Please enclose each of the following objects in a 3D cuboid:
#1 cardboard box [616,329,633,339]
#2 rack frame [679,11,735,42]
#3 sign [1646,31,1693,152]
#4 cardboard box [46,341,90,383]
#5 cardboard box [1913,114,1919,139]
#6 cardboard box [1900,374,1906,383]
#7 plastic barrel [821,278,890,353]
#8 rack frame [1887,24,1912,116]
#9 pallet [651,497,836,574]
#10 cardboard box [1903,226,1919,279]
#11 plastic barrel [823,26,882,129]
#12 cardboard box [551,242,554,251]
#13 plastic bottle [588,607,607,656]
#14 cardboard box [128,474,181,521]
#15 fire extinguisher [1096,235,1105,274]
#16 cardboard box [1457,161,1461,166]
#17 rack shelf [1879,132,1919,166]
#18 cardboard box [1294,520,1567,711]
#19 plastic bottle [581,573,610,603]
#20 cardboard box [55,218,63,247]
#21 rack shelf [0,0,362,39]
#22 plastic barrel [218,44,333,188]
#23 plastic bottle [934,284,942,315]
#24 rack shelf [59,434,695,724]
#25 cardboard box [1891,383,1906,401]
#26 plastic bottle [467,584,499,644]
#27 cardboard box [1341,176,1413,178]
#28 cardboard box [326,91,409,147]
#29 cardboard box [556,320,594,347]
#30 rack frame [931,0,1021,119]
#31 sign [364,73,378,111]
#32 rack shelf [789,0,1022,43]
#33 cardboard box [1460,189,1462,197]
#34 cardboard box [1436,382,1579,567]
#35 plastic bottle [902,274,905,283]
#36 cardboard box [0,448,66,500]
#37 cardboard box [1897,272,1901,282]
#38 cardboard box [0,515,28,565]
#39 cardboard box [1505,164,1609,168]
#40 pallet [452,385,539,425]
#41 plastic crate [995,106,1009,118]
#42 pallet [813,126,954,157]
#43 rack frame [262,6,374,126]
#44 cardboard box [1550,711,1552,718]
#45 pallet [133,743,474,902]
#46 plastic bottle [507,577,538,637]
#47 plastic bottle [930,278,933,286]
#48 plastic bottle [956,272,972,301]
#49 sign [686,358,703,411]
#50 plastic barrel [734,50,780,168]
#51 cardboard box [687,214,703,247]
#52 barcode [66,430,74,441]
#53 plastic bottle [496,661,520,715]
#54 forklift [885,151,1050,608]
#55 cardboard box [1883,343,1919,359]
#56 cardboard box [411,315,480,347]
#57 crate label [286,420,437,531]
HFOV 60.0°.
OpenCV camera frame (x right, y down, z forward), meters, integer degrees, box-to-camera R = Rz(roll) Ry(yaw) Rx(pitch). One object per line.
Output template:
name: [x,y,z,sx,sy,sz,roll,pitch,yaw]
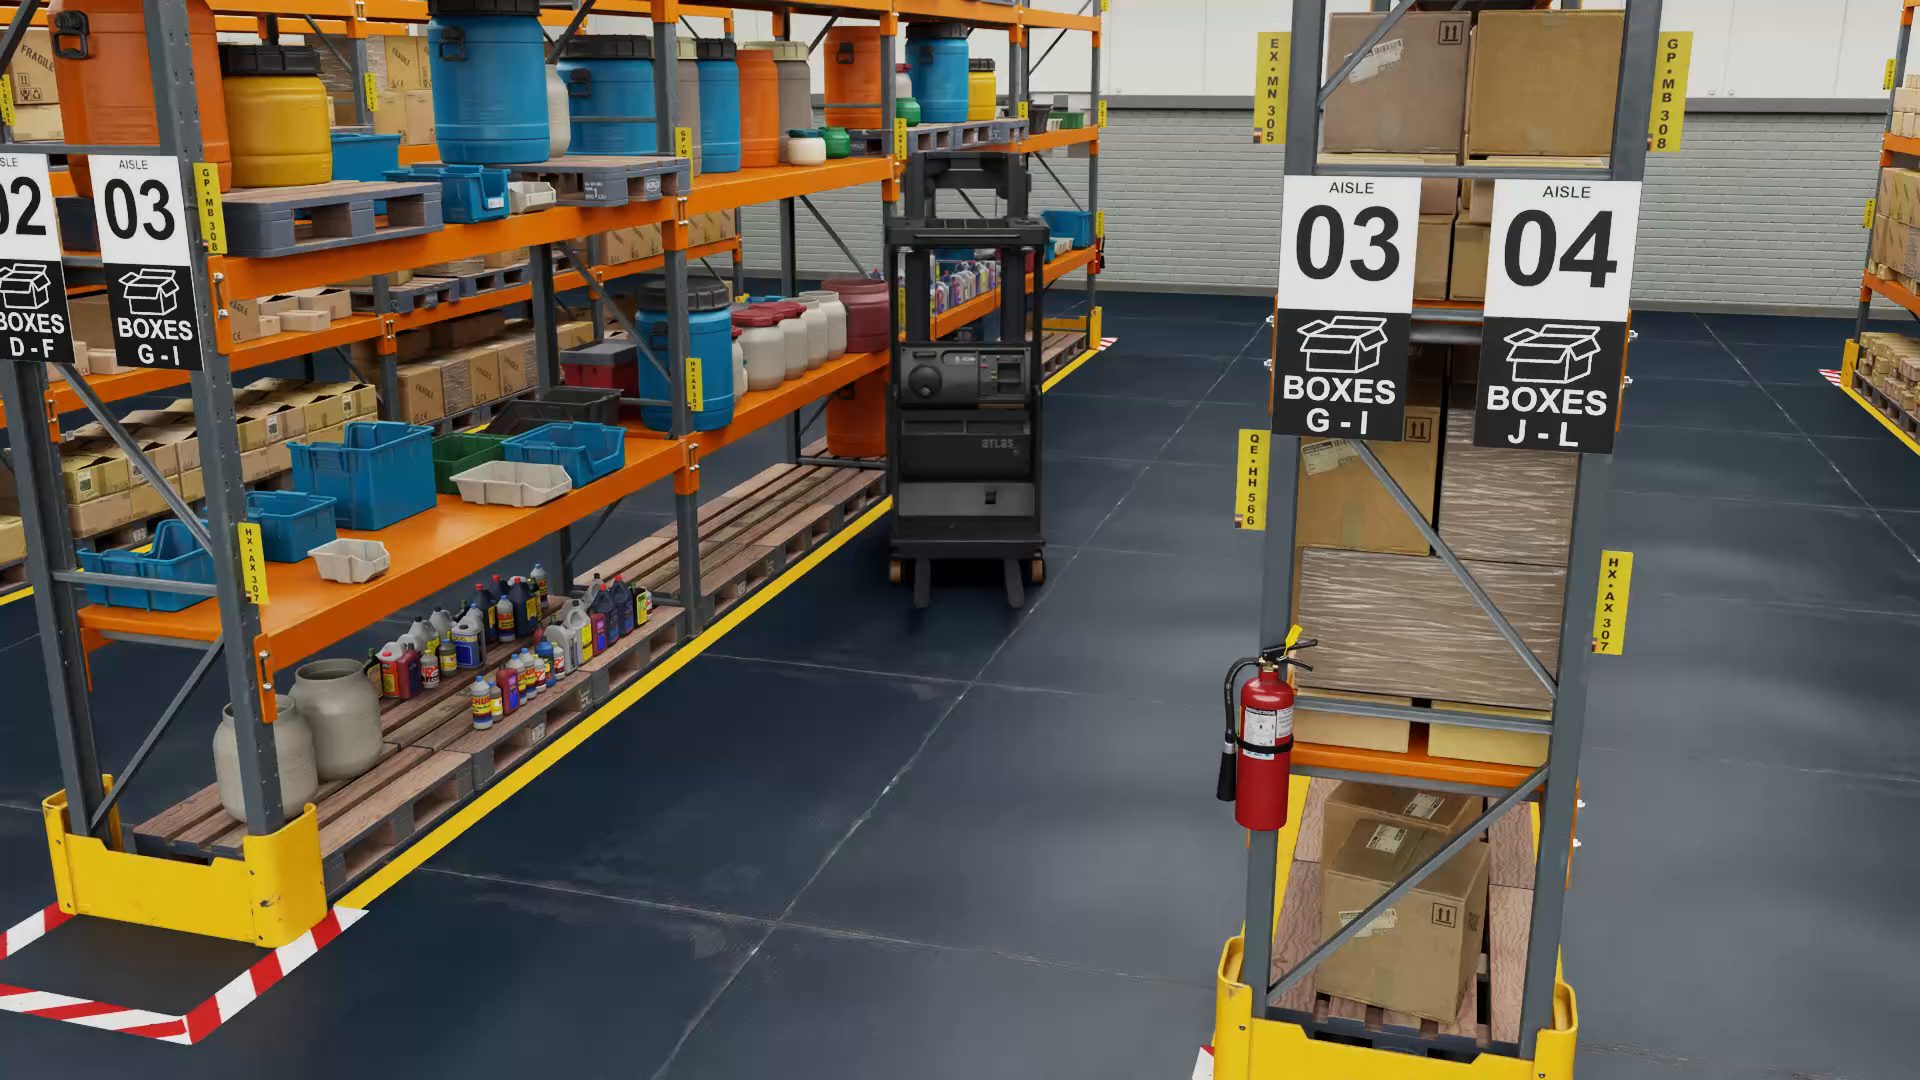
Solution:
cardboard box: [-4.063,-2.511,20.572,0.380,0.166,0.250,5,16,16]
rack frame: [-3.489,-7.275,21.987,1.000,3.000,0.127,5,16,16]
sign: [1.981,-1.255,4.659,0.100,0.325,0.005,5,16,16]
cardboard box: [-6.801,-1.309,12.224,0.500,0.250,0.500,6,17,19]
cardboard box: [10.074,-4.209,16.949,0.500,0.250,0.500,4,16,14]
cardboard box: [10.024,-1.717,17.297,0.380,0.149,0.250,6,17,19]
plastic barrel: [-0.856,-1.831,13.540,0.600,0.536,0.708,5,16,16]
rack frame: [10.734,-6.095,17.826,1.000,3.000,0.127,5,16,16]
pallet: [-1.620,-0.051,12.624,1.003,0.211,1.213,5,16,16]
cardboard box: [9.924,-2.901,16.831,0.500,0.500,0.500,4,16,14]
plastic barrel: [-0.850,-3.911,14.067,0.600,0.830,0.708,5,16,16]
cardboard box: [-4.975,-3.486,18.670,0.700,0.500,0.500,-1,16,-3]
plastic bottle: [-2.119,0.518,9.679,0.061,0.283,0.133,6,17,20]
cardboard box: [-6.401,-0.349,12.831,0.500,0.250,0.500,5,17,17]
fire extinguisher: [1.738,-3.791,21.525,0.296,0.674,0.183,5,16,16]
cardboard box: [2.224,-1.753,8.292,0.500,0.250,0.500,4,16,14]
rack shelf: [10.166,-3.782,16.489,1.077,0.370,4.000,5,16,16]
cardboard box: [1.643,0.233,5.782,0.875,0.500,0.500,5,16,16]
plastic bottle: [-2.196,0.378,10.048,0.144,0.351,0.185,5,16,16]
cardboard box: [-9.830,-3.253,18.037,0.500,0.500,0.500,5,16,16]
rack shelf: [-6.331,-4.120,12.916,1.077,0.370,4.000,5,16,16]
plastic barrel: [-3.086,-1.862,7.284,0.600,0.588,0.600,0,16,0]
plastic bottle: [-0.209,-2.242,15.449,0.061,0.283,0.133,5,16,16]
rack shelf: [-2.720,0.005,8.633,1.077,0.370,4.000,5,16,16]
cardboard box: [9.852,-1.521,17.150,0.380,0.149,0.250,5,16,16]
plastic bottle: [-2.832,0.427,9.876,0.144,0.351,0.185,4,16,14]
cardboard box: [1.241,-1.093,5.234,0.380,0.149,0.250,5,16,16]
cardboard box: [-5.671,-3.904,15.416,0.910,0.500,0.500,5,16,16]
cardboard box: [-4.491,-2.200,18.864,0.500,0.500,0.500,5,16,16]
rack frame: [0.122,-5.843,16.940,1.000,3.000,0.127,5,16,16]
sign: [-5.233,-3.981,14.777,0.100,0.325,0.005,5,16,16]
rack shelf: [-0.446,-4.782,15.248,1.077,0.370,4.000,5,16,16]
cardboard box: [2.131,-1.175,6.254,0.500,0.250,0.500,5,16,16]
cardboard box: [1.878,-0.229,5.578,0.500,0.500,0.500,5,16,16]
plastic bottle: [-0.492,-2.552,16.557,0.152,0.276,0.135,5,16,16]
cardboard box: [-7.059,-0.527,12.431,0.500,0.311,0.500,5,16,16]
cardboard box: [10.225,-2.814,17.714,0.380,0.149,0.250,5,17,18]
cardboard box: [-6.822,0.010,11.568,0.500,0.250,0.500,5,16,16]
cardboard box: [1.927,-1.111,5.296,0.380,0.149,0.250,5,17,17]
pallet: [-5.165,-1.465,17.607,1.003,0.211,1.213,5,16,16]
plastic crate: [0.333,-4.834,19.095,0.437,0.282,0.530,5,16,16]
pallet: [-0.703,-3.456,14.364,1.003,0.211,1.213,5,16,16]
rack frame: [-5.763,-5.182,14.608,1.000,3.000,0.127,5,16,16]
cardboard box: [1.860,0.567,5.793,0.380,0.149,0.250,5,16,16]
pallet: [-3.075,1.288,7.901,1.003,0.211,1.213,5,16,16]
plastic bottle: [-2.640,0.389,10.011,0.144,0.351,0.185,5,16,16]
plastic bottle: [-0.322,-2.356,15.730,0.144,0.351,0.185,5,16,16]
plastic bottle: [0.035,-2.507,16.397,0.152,0.276,0.135,5,16,16]
sign: [-1.627,-0.952,10.181,0.100,0.325,0.005,5,16,16]
plastic barrel: [-1.642,-3.191,12.300,0.600,0.830,0.708,5,16,16]
cardboard box: [-3.646,-4.033,21.367,0.500,0.500,0.500,5,17,16]
barcode: [-6.428,-0.755,12.009,0.001,0.075,0.075,5,16,16]
plastic bottle: [-2.392,0.769,8.792,0.061,0.283,0.133,5,17,17]
forklift: [0.044,-1.187,11.643,1.130,2.935,3.031,0,16,0]
cardboard box: [10.111,-2.006,17.769,0.380,0.149,0.250,4,16,13]
cardboard box: [-5.423,-2.212,17.530,0.500,0.250,0.500,4,16,15]
crate label: [-3.024,-0.337,8.457,0.502,0.435,0.616,5,16,16]
